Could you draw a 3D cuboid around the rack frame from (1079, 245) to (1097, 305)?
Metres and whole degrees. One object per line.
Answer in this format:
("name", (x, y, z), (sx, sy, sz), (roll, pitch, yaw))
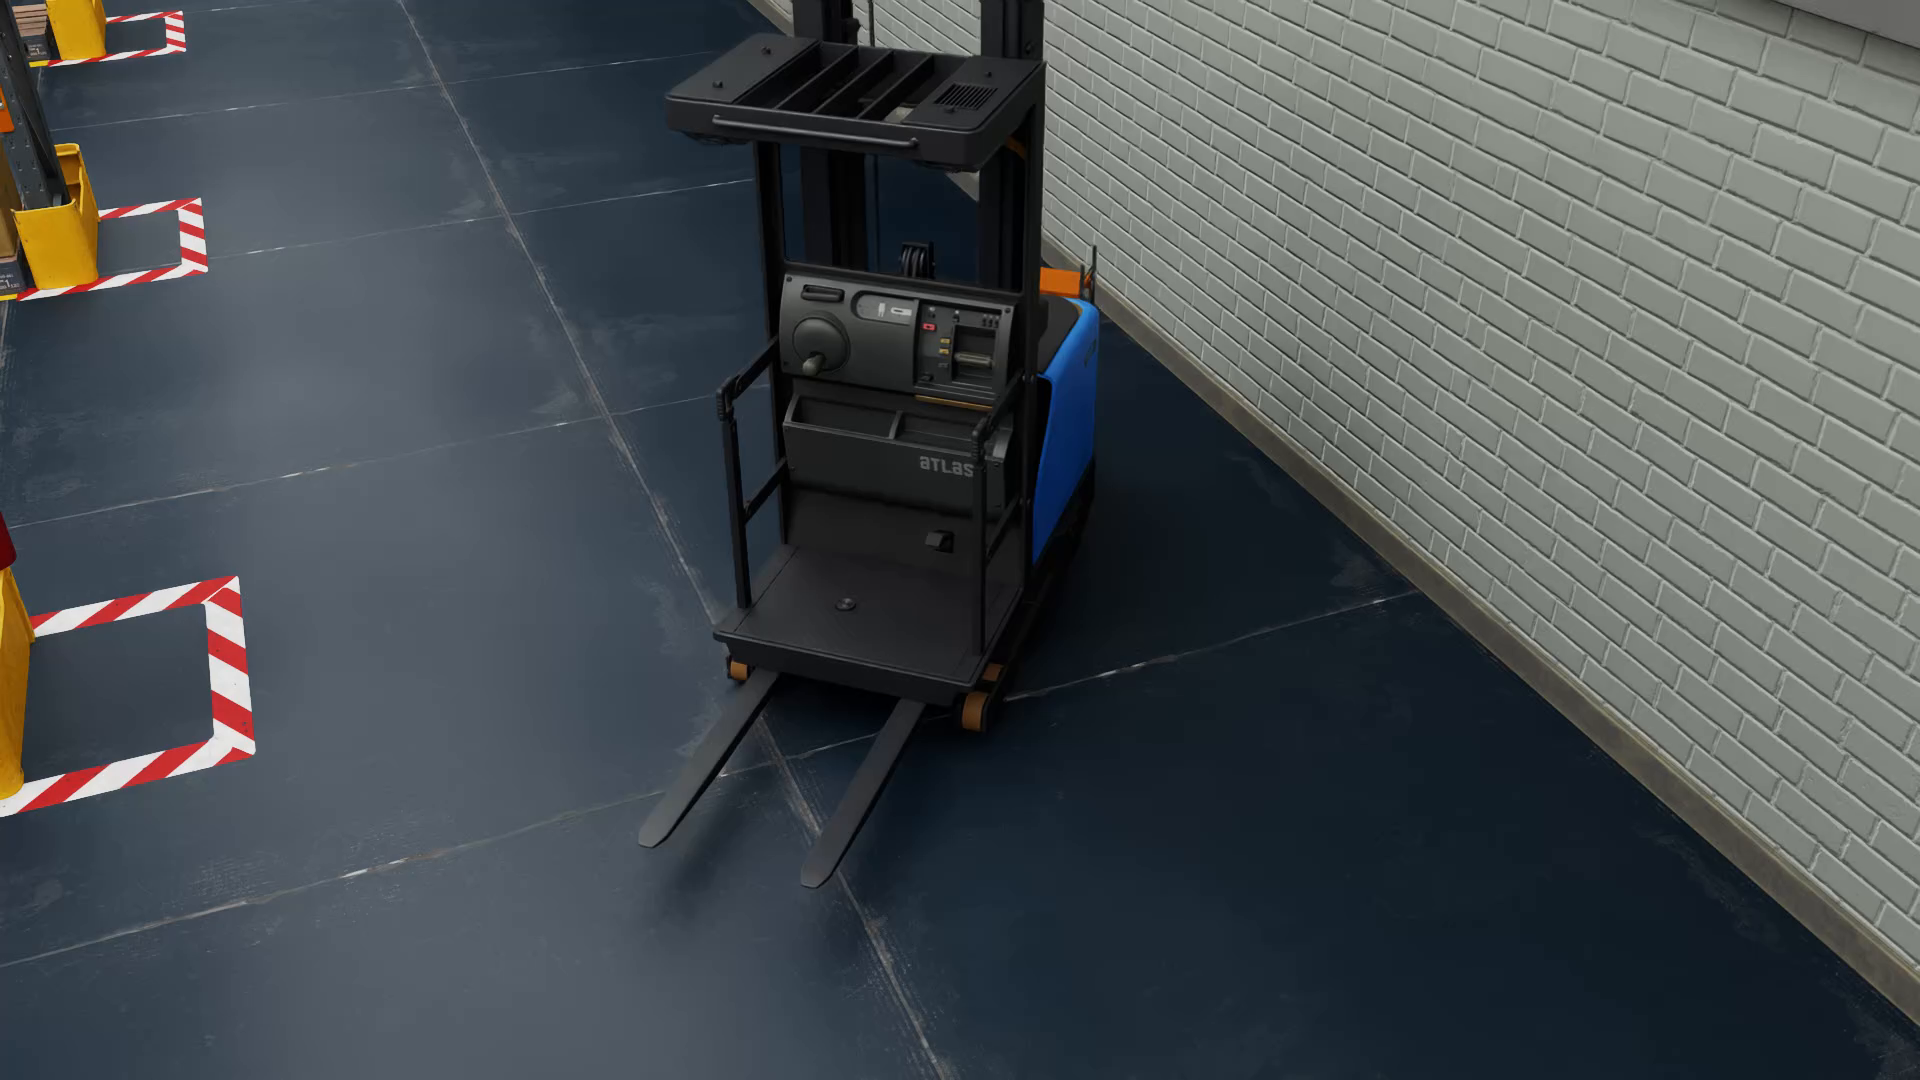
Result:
("rack frame", (0.583, -0.785, 7.856), (0.015, 1.200, 0.240), (10, 34, 15))

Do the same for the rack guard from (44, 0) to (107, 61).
("rack guard", (-7.579, -4.540, 14.268), (0.348, 0.500, 1.175), (-13, 35, -19))

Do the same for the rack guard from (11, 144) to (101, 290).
("rack guard", (-5.657, -2.042, 10.431), (0.348, 0.500, 1.175), (-13, 35, -19))

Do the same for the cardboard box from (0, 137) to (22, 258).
("cardboard box", (-6.238, -2.195, 9.936), (0.875, 0.875, 0.875), (-13, 35, -19))

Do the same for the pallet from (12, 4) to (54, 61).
("pallet", (-8.372, -4.252, 14.092), (1.213, 0.211, 1.003), (-13, 35, -19))

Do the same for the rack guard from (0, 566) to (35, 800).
("rack guard", (-3.922, 0.494, 6.532), (0.348, 0.500, 1.175), (-13, 35, -19))

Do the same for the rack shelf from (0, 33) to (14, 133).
("rack shelf", (-7.523, -2.361, 9.288), (4.000, 0.370, 1.077), (-13, 35, -19))

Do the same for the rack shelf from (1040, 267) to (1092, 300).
("rack shelf", (0.352, -1.157, 7.708), (0.480, 0.148, 0.258), (10, 34, 15))

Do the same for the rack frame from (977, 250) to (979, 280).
("rack frame", (0.120, -0.870, 7.986), (0.015, 1.200, 0.240), (10, 34, 15))

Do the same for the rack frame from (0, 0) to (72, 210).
("rack frame", (-5.679, -3.085, 9.741), (0.127, 3.000, 1.000), (-13, 35, -19))

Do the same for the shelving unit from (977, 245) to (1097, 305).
("shelving unit", (0.352, -0.828, 7.921), (0.503, 1.200, 0.258), (10, 34, 15))

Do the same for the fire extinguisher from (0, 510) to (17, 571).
("fire extinguisher", (-3.441, -0.202, 5.723), (0.183, 0.674, 0.296), (-13, 35, -19))

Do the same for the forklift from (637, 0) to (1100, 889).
("forklift", (-0.314, -0.718, 6.166), (1.130, 2.935, 3.031), (10, 34, 15))

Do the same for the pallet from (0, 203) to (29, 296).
("pallet", (-6.386, -1.708, 10.182), (1.213, 0.211, 1.003), (-13, 35, -19))
